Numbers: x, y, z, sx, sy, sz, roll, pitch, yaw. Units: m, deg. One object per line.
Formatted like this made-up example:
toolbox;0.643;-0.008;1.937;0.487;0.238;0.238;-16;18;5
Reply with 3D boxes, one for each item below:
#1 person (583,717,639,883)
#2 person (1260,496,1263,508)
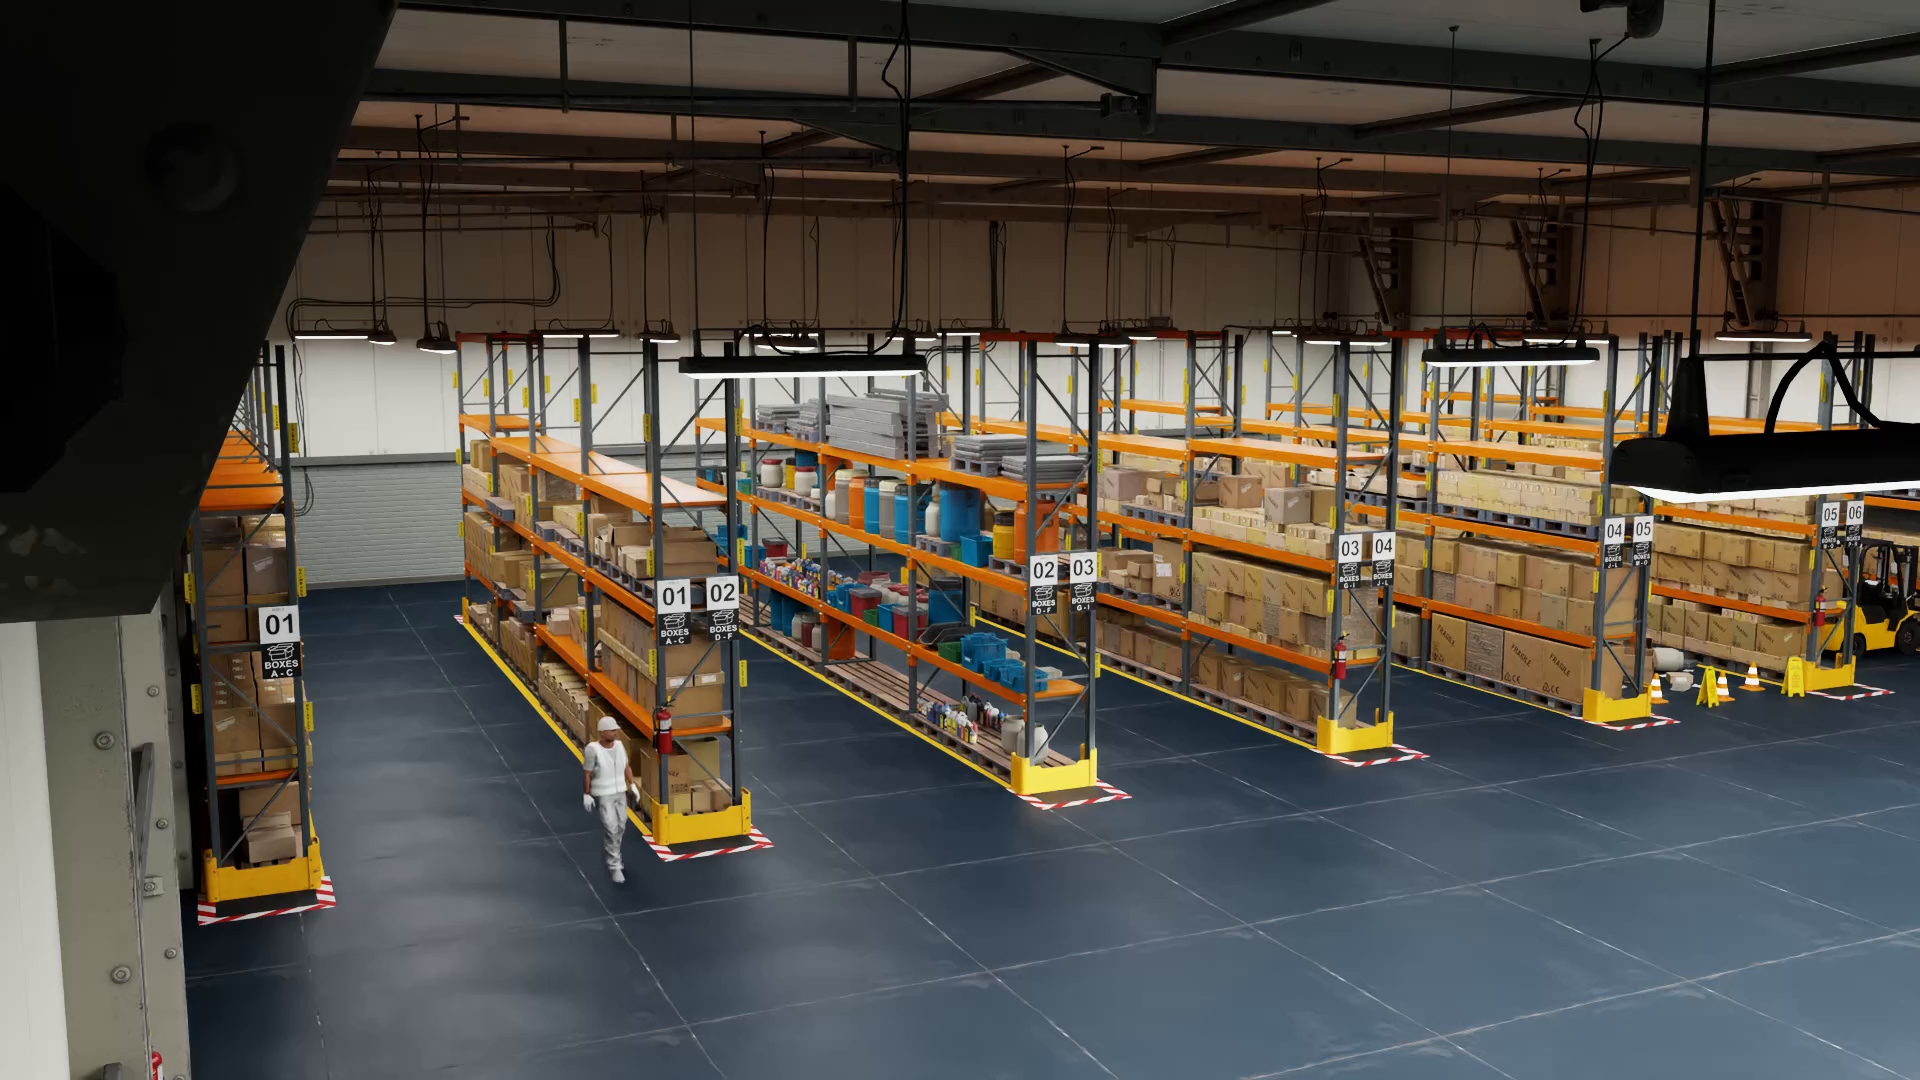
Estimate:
person;-3.913;2.933;18.895;0.622;1.827;0.582;6;10;40
person;8.208;-0.620;45.092;0.803;1.752;0.541;-7;11;-43
